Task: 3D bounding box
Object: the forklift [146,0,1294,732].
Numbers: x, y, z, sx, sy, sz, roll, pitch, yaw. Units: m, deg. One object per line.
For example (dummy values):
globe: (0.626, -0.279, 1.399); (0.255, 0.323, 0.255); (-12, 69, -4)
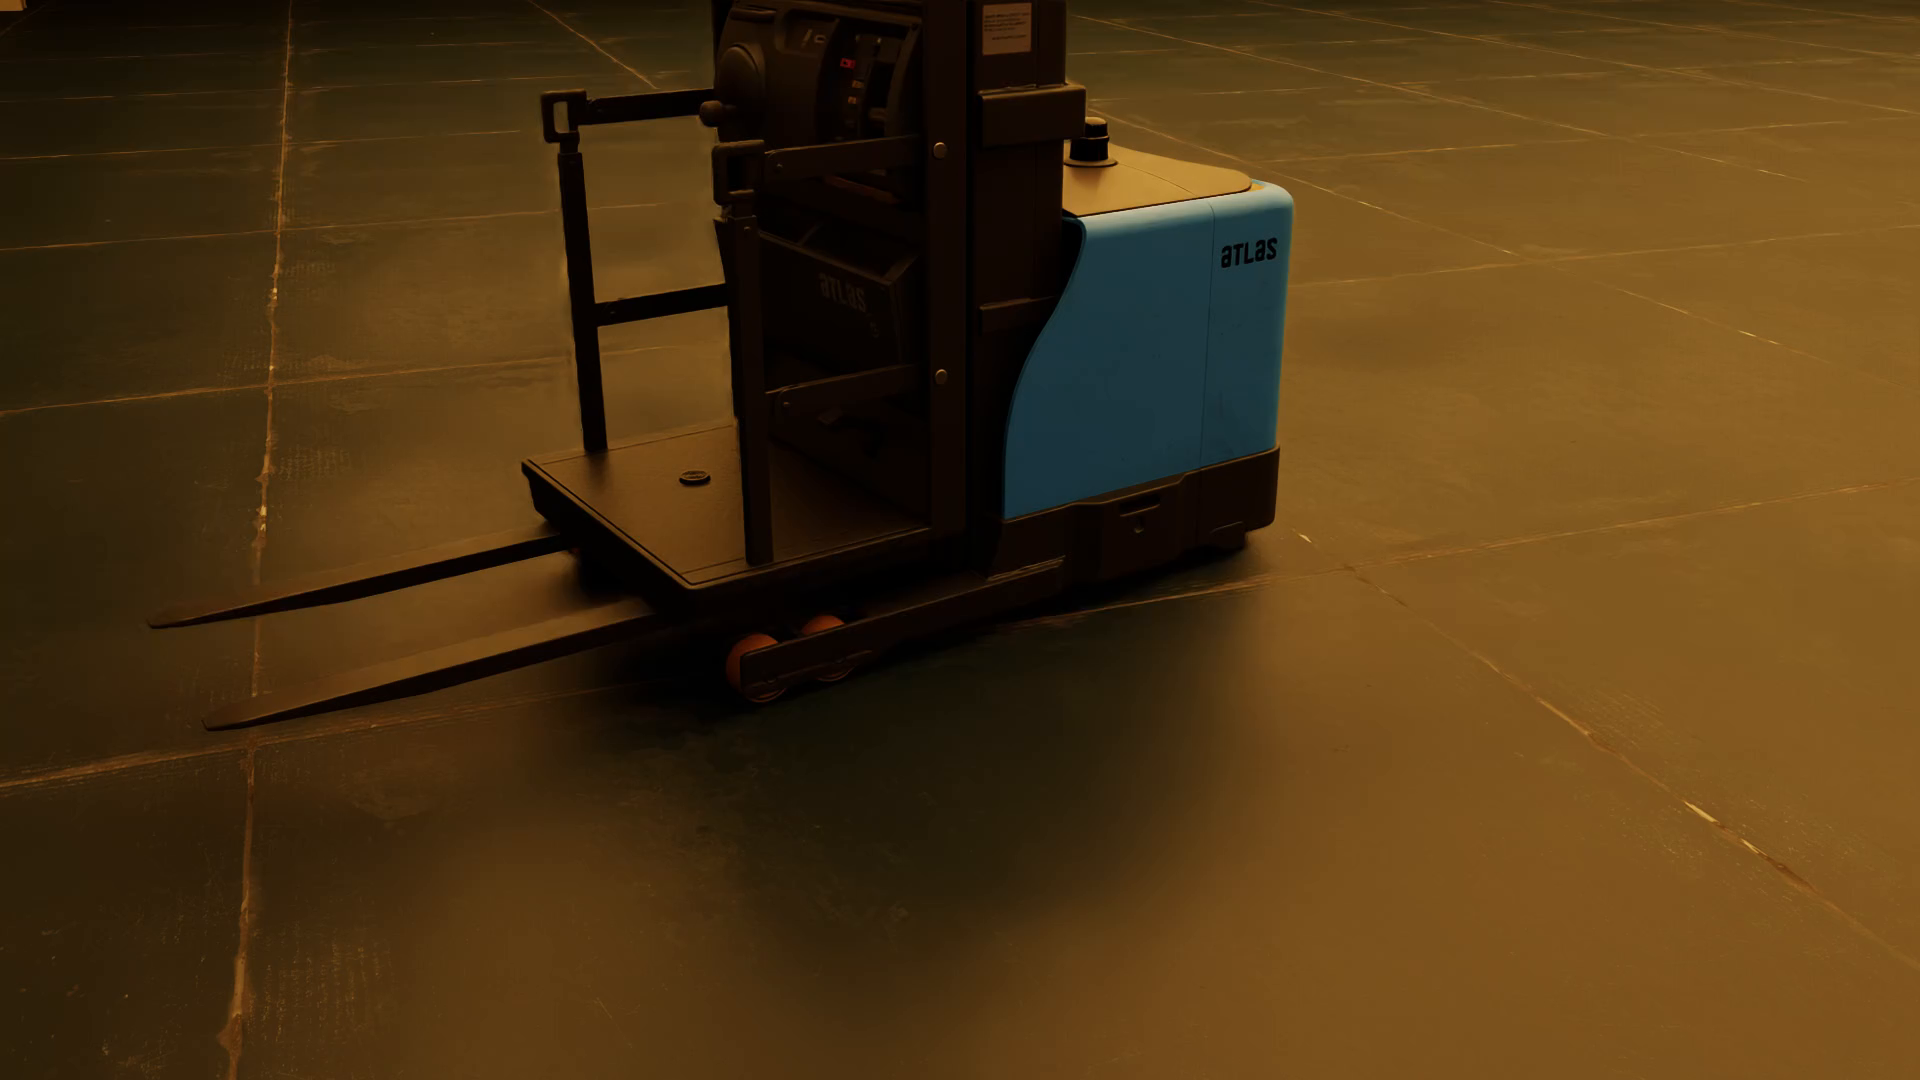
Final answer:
forklift: (-0.547, -1.181, 4.106); (3.031, 2.935, 1.130); (-15, 27, -32)
